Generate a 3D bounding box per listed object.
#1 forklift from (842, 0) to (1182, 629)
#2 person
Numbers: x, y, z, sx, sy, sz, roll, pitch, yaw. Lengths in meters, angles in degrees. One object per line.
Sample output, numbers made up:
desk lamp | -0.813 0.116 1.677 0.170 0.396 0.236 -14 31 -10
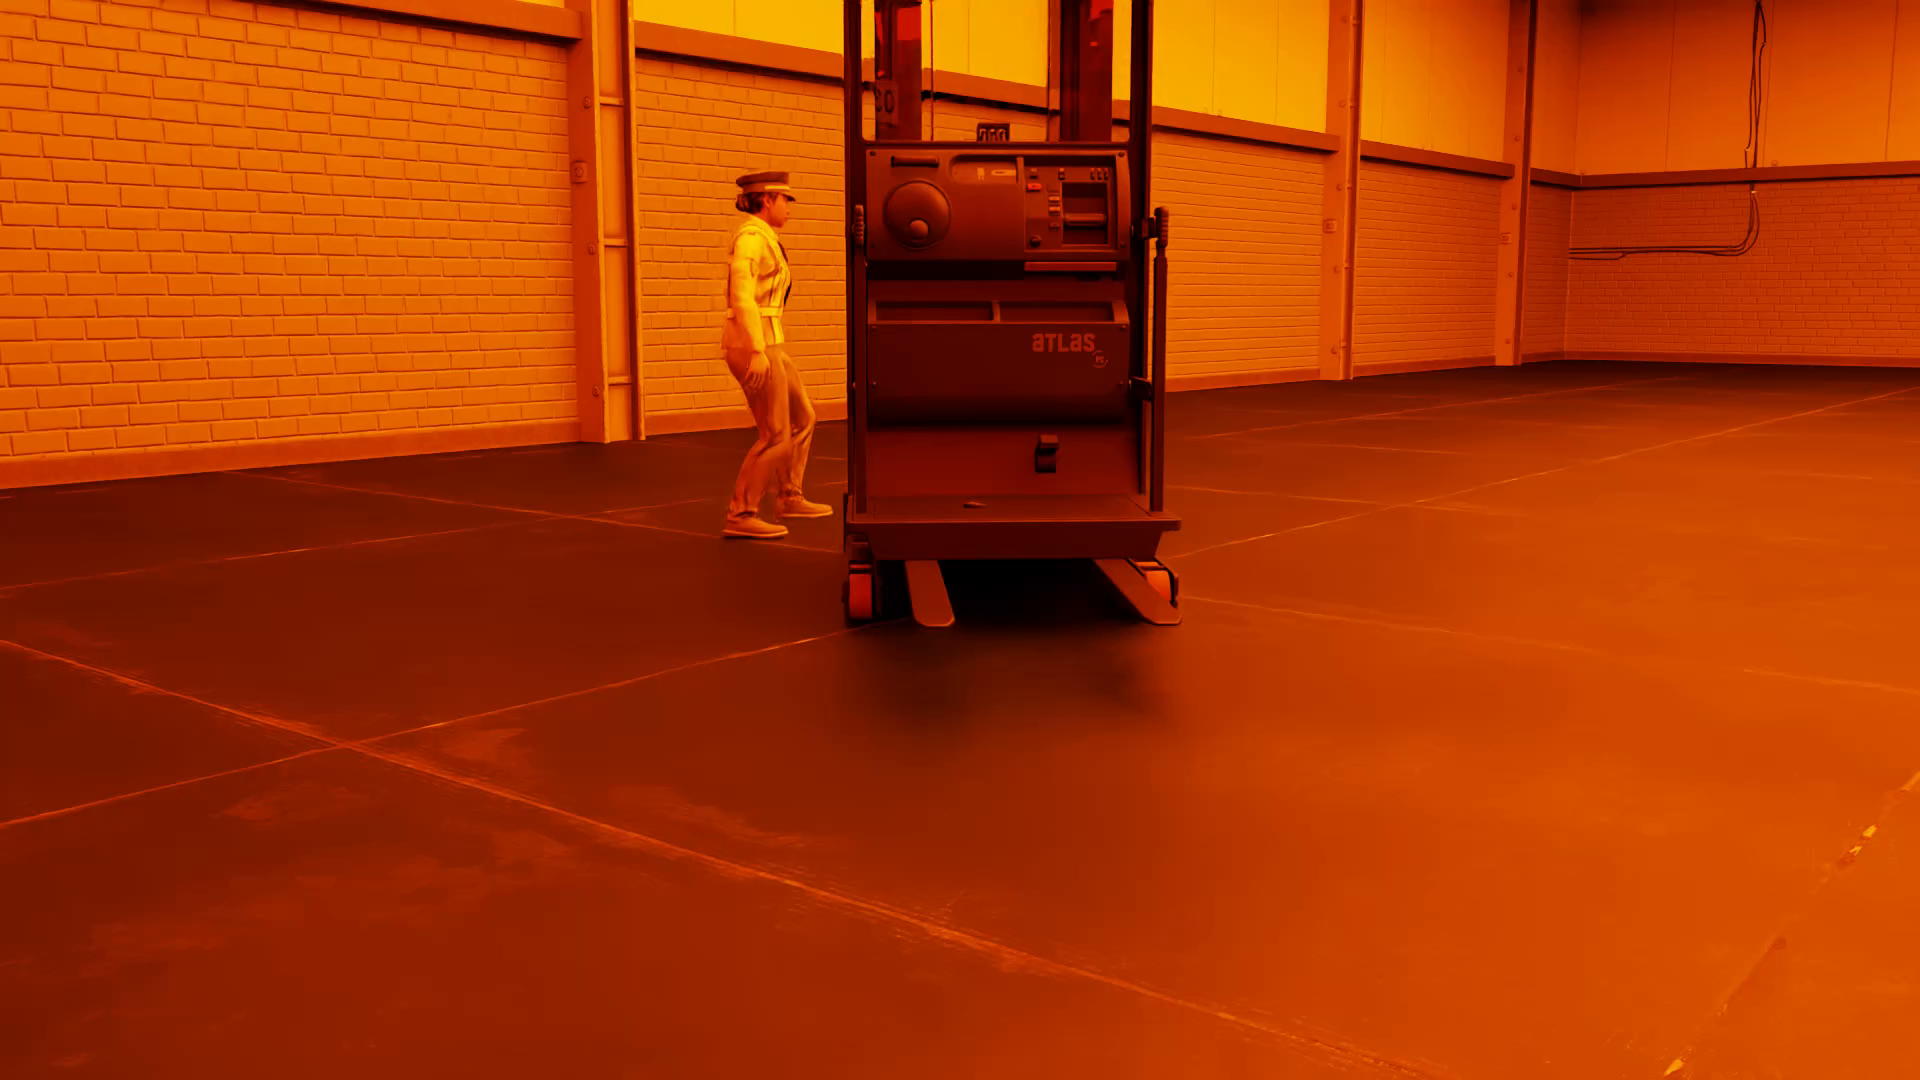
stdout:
forklift | 0.149 -1.226 5.663 1.130 2.935 3.031 -1 8 -3
person | -0.823 -0.837 7.500 0.510 1.634 0.720 -1 8 -7
